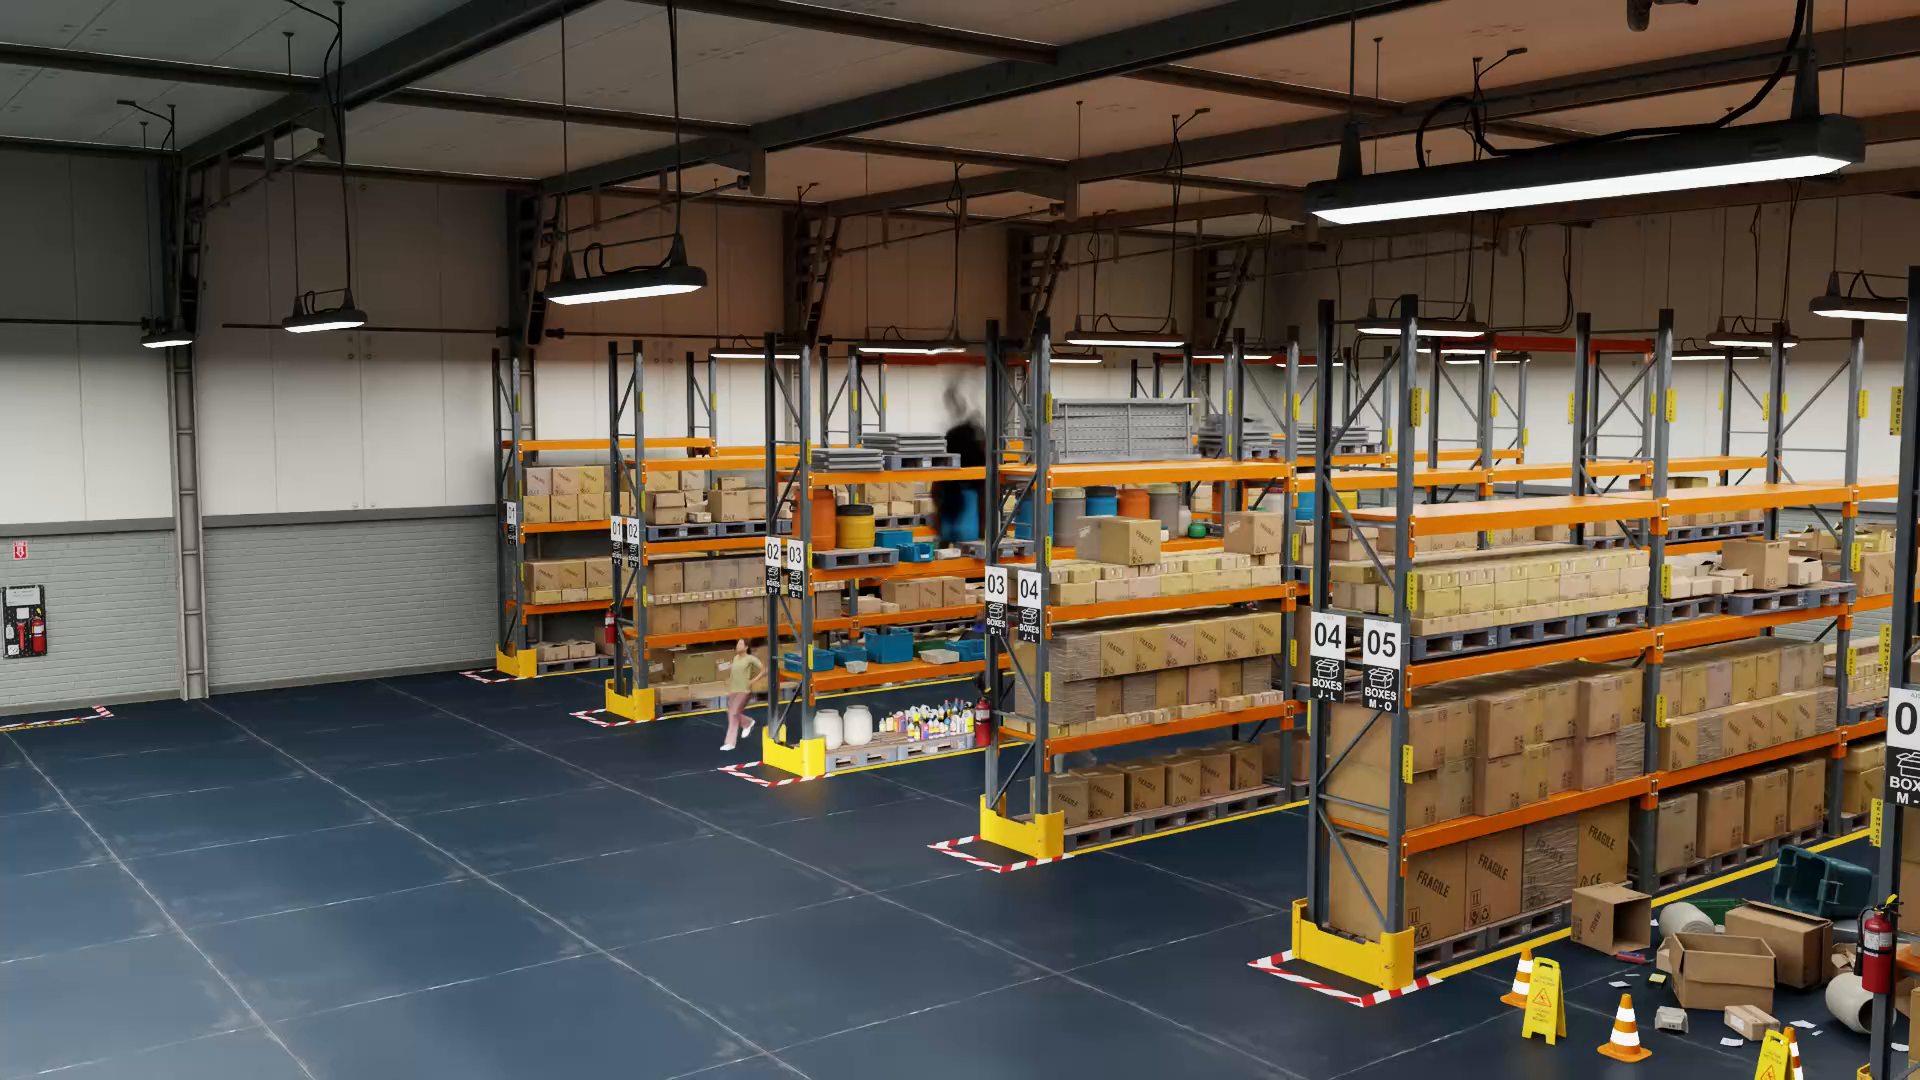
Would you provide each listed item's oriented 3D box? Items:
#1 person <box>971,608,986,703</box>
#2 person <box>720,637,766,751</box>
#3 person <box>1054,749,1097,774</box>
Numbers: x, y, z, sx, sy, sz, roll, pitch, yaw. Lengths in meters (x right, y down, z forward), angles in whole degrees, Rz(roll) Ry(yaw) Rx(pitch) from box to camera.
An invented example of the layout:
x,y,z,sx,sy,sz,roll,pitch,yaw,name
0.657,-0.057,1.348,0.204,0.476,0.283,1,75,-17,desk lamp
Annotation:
x,y,z,sx,sy,sz,roll,pitch,yaw,name
0.353,1.943,27.328,0.569,1.627,0.655,5,7,45,person
-3.209,2.234,24.277,0.597,1.609,0.800,4,6,38,person
1.474,2.377,22.000,0.812,1.705,0.608,-4,6,-39,person
